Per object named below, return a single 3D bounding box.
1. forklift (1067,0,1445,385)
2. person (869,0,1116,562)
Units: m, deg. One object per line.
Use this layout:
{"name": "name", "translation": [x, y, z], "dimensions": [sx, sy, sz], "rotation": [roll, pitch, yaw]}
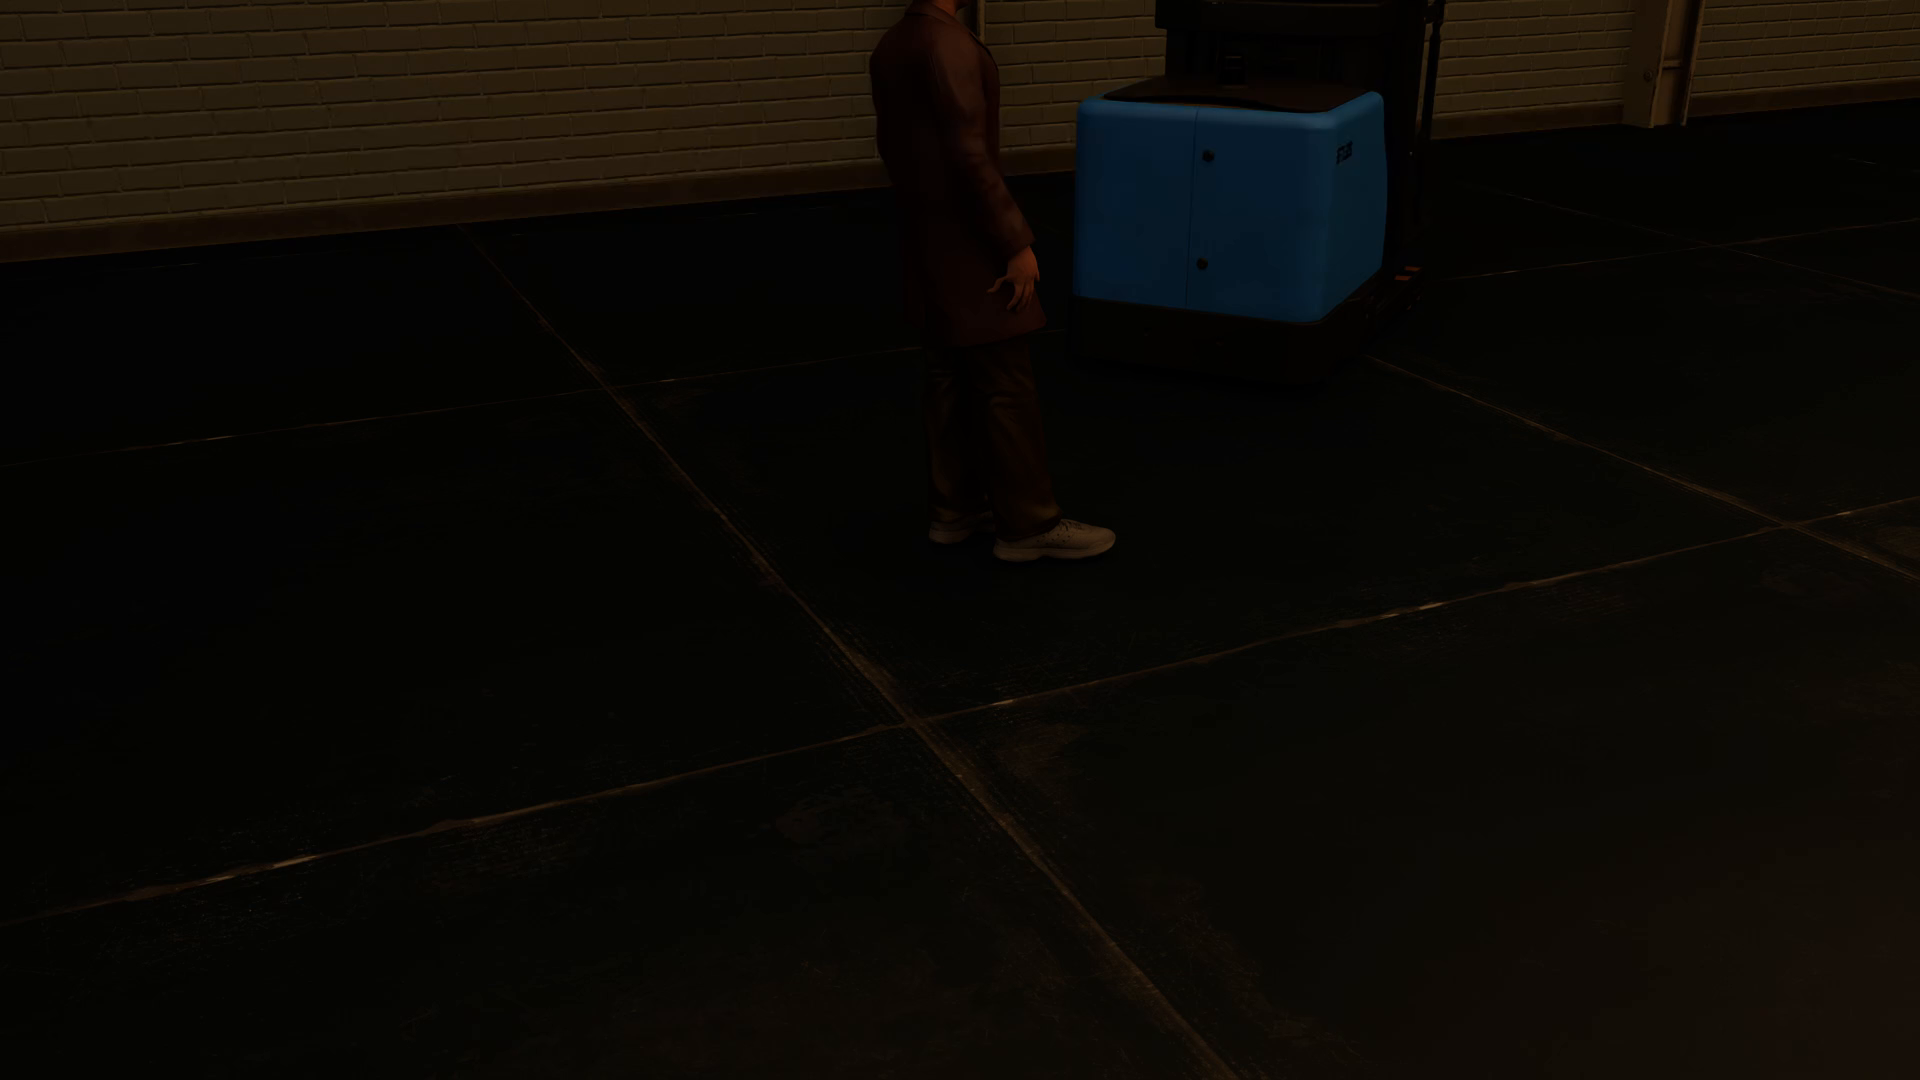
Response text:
{"name": "forklift", "translation": [1.545, -2.473, 7.238], "dimensions": [1.130, 2.935, 3.031], "rotation": [11, 25, 24]}
{"name": "person", "translation": [0.085, -0.841, 4.796], "dimensions": [0.579, 1.778, 0.696], "rotation": [-10, 25, -23]}
